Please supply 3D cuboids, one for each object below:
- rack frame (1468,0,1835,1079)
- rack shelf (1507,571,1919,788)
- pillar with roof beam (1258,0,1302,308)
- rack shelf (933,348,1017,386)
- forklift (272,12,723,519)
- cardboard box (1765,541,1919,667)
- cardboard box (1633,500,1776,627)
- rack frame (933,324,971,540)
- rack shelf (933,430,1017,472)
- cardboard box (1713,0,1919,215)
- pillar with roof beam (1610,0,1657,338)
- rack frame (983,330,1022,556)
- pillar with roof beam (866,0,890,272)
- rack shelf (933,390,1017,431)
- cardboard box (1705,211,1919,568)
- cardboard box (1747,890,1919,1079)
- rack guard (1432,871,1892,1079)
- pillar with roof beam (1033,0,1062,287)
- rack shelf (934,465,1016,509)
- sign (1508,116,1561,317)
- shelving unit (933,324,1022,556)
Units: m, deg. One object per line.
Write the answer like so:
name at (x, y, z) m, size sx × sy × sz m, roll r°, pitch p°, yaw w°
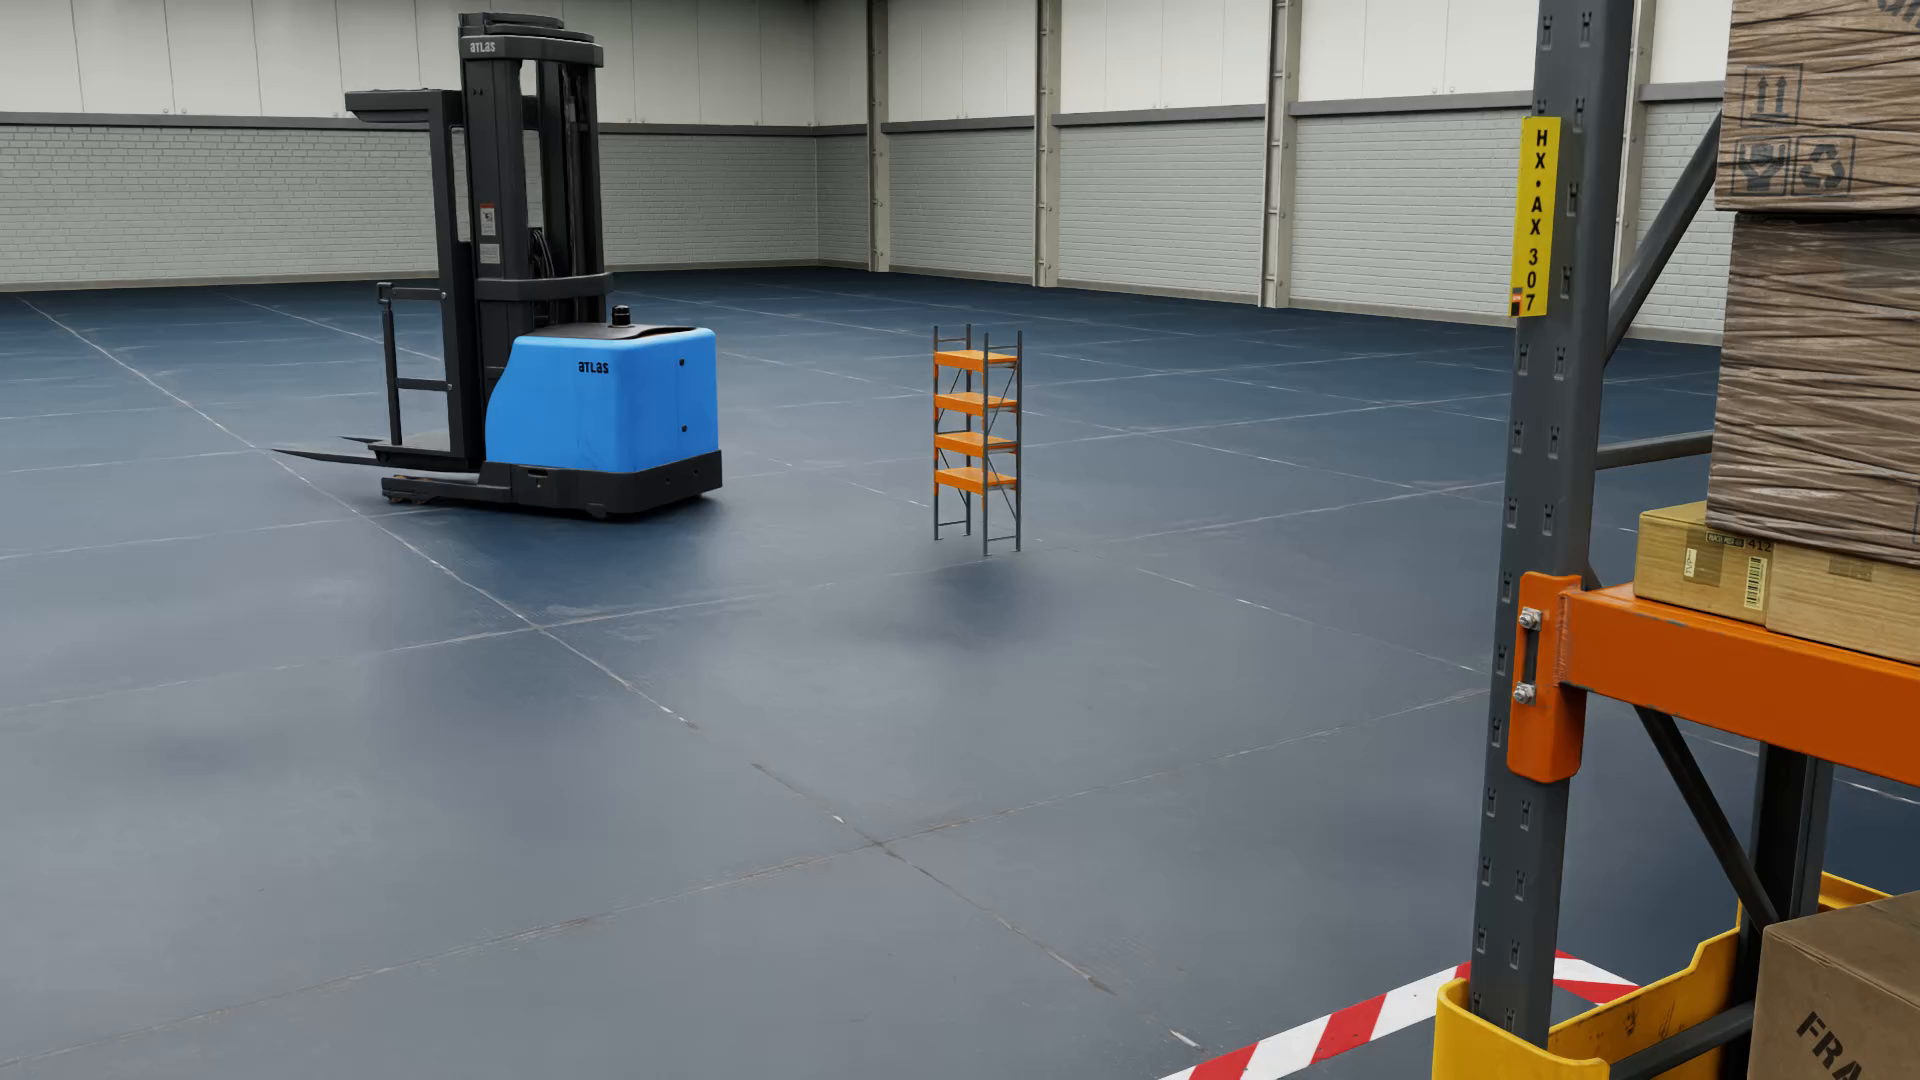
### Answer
rack frame at (1.410, -0.178, 3.153) m, size 1.000 × 3.000 × 0.127 m, roll -8°, pitch 15°, yaw -33°
rack shelf at (2.518, 0.529, 1.604) m, size 1.077 × 0.370 × 4.000 m, roll -8°, pitch 15°, yaw -33°
pillar with roof beam at (1.332, -7.537, 22.763) m, size 9.100 × 9.000 × 0.400 m, roll -8°, pitch 15°, yaw -33°
rack shelf at (0.092, -0.941, 9.015) m, size 0.258 × 0.148 × 0.480 m, roll -8°, pitch 15°, yaw -33°
forklift at (-3.071, -1.746, 10.487) m, size 3.031 × 2.935 × 1.130 m, roll 6°, pitch 14°, yaw 24°
cardboard box at (1.492, 0.071, 2.606) m, size 0.380 × 0.149 × 0.250 m, roll -8°, pitch 15°, yaw -33°
cardboard box at (1.369, 0.024, 2.819) m, size 0.380 × 0.149 × 0.250 m, roll -8°, pitch 15°, yaw -33°
rack frame at (-0.043, -0.600, 9.297) m, size 0.240 × 1.200 × 0.015 m, roll -8°, pitch 15°, yaw -33°
rack shelf at (0.092, -0.491, 9.113) m, size 0.258 × 0.148 × 0.480 m, roll -8°, pitch 15°, yaw -33°
cardboard box at (1.488, -0.730, 2.409) m, size 0.500 × 0.500 × 0.500 m, roll -8°, pitch 15°, yaw -33°
pillar with roof beam at (4.656, -6.470, 17.883) m, size 9.100 × 9.000 × 0.400 m, roll -8°, pitch 15°, yaw -33°
rack frame at (0.227, -0.513, 8.901) m, size 0.240 × 1.200 × 0.015 m, roll -8°, pitch 15°, yaw -33°
pillar with roof beam at (-5.317, -9.671, 32.522) m, size 9.100 × 9.000 × 0.400 m, roll -8°, pitch 15°, yaw -33°
rack shelf at (0.092, -0.710, 9.066) m, size 0.258 × 0.148 × 0.480 m, roll -8°, pitch 15°, yaw -33°
cardboard box at (1.692, -0.271, 2.649) m, size 0.875 × 0.500 × 0.500 m, roll -8°, pitch 15°, yaw -33°
cardboard box at (1.742, 0.951, 2.859) m, size 0.500 × 0.500 × 0.500 m, roll -5°, pitch 13°, yaw -22°
rack guard at (1.452, 1.057, 3.359) m, size 1.175 × 0.500 × 0.348 m, roll -8°, pitch 15°, yaw -33°
pillar with roof beam at (-1.992, -8.604, 27.643) m, size 9.100 × 9.000 × 0.400 m, roll -8°, pitch 15°, yaw -33°
rack shelf at (0.092, -0.297, 9.156) m, size 0.258 × 0.148 × 0.480 m, roll -8°, pitch 15°, yaw -33°
sign at (0.958, -0.536, 2.767) m, size 0.100 × 0.325 × 0.005 m, roll -8°, pitch 15°, yaw -33°
shelving unit at (0.092, -0.557, 9.099) m, size 0.258 × 1.200 × 0.503 m, roll -8°, pitch 15°, yaw -33°
